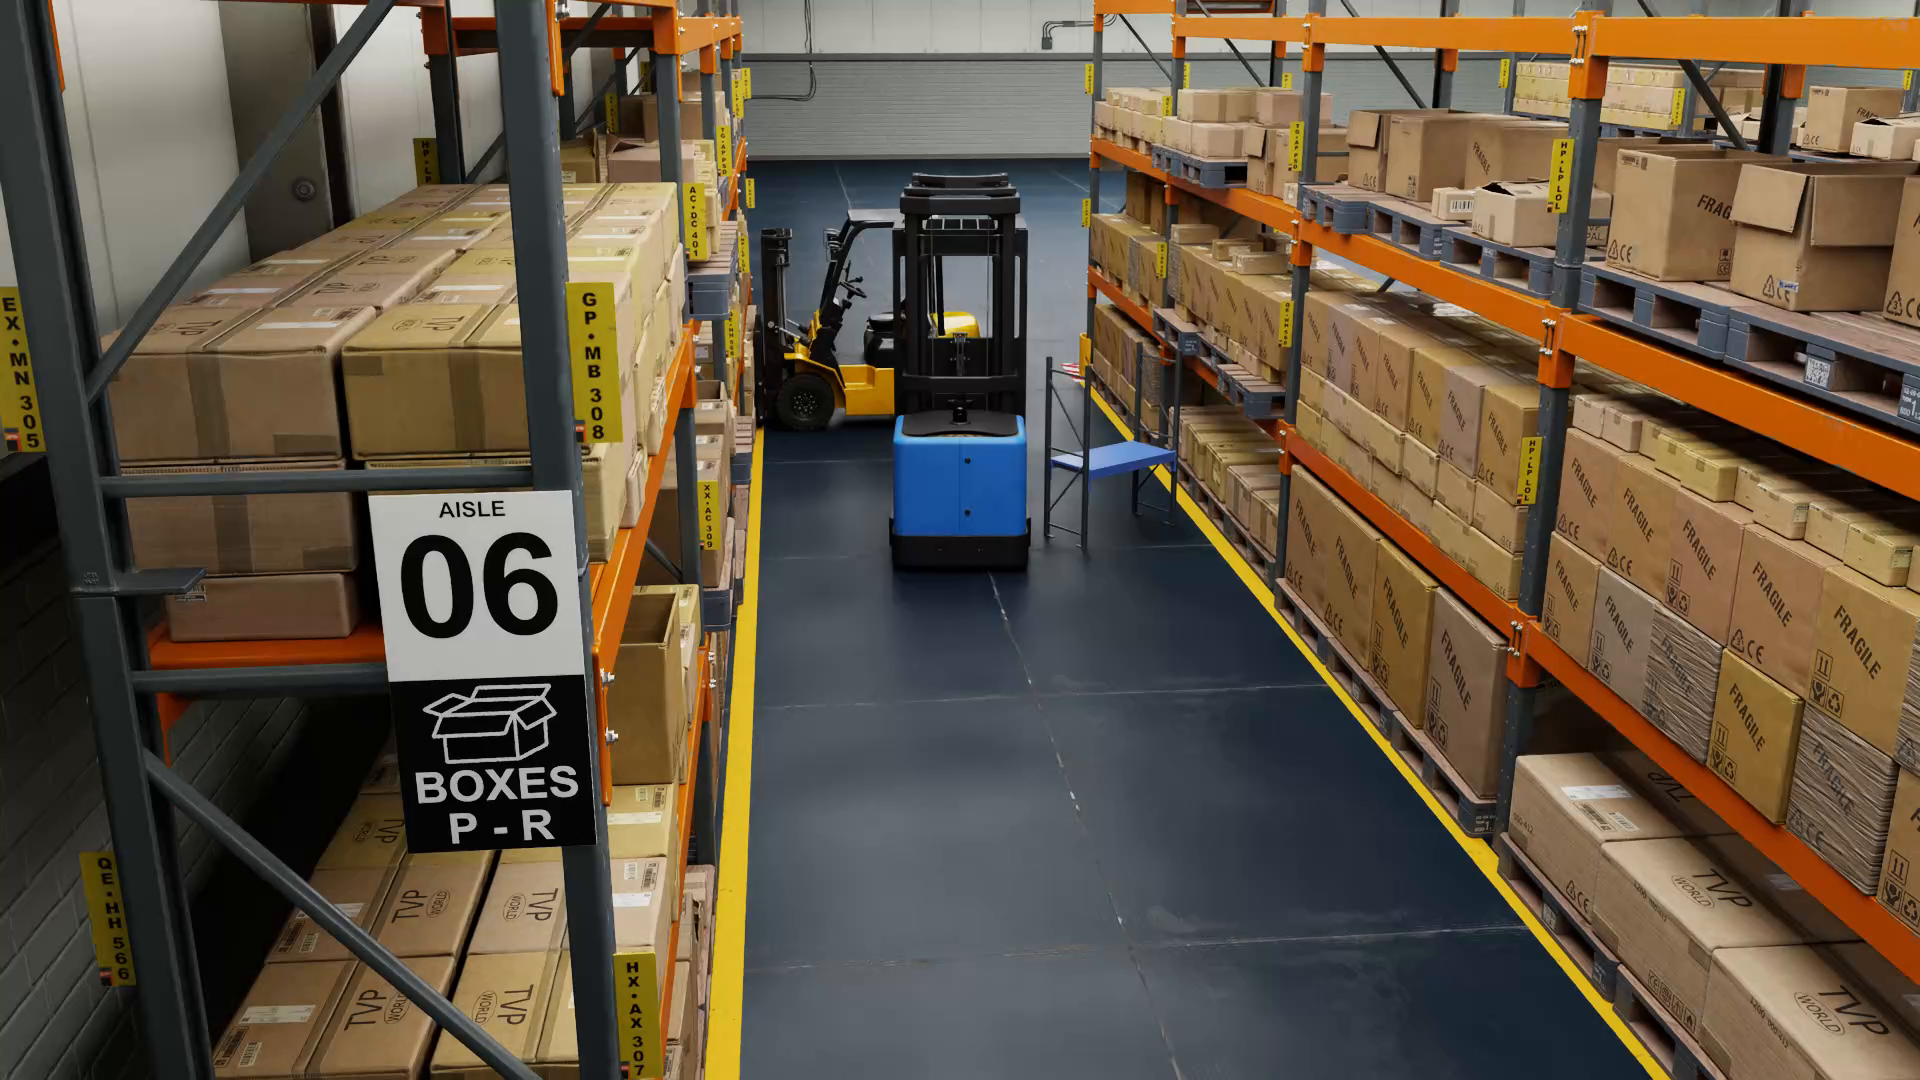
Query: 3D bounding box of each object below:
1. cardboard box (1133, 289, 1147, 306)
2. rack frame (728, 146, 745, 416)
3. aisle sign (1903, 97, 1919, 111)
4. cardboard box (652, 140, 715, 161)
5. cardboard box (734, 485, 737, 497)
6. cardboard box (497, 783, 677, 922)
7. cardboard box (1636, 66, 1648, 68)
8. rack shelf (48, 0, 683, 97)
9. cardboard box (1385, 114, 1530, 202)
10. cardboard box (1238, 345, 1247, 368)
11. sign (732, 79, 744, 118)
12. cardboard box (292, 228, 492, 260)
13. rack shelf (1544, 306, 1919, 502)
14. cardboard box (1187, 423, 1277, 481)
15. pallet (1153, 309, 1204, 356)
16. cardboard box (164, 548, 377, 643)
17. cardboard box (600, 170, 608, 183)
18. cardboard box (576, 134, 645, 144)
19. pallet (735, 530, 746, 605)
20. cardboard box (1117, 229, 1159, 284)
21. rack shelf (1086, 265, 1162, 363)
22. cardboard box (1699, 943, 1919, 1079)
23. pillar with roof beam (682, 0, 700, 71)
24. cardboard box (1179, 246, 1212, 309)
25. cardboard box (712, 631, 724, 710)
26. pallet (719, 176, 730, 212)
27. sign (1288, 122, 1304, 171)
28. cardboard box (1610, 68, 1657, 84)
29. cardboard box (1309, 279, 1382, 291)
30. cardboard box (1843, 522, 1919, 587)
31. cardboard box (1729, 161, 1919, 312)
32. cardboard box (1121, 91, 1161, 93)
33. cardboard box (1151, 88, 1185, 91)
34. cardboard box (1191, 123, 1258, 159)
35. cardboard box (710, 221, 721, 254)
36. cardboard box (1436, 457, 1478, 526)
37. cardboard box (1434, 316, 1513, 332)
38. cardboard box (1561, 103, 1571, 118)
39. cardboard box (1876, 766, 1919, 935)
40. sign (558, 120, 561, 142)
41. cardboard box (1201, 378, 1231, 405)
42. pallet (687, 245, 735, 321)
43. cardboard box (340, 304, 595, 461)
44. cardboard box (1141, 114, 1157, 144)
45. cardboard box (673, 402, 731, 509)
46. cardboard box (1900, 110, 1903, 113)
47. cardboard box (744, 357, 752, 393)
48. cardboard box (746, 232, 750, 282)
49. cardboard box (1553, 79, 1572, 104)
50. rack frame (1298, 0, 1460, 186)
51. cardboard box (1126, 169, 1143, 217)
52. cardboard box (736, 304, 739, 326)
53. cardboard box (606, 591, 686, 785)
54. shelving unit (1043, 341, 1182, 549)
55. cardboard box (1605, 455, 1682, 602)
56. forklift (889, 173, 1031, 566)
[{"bbox_3d":[1.982,-2.486,17.009,0.380,0.149,0.250,-2,18,-6],"label":"cardboard box"},{"bbox_3d":[-2.511,-2.063,15.240,1.000,3.000,0.127,-2,18,-6],"label":"rack frame"},{"bbox_3d":[11.566,-4.965,20.143,0.394,0.787,0.004,-2,18,-6],"label":"aisle sign"},{"bbox_3d":[-1.769,-2.470,10.616,0.380,0.149,0.250,-1,17,-4],"label":"cardboard box"},{"bbox_3d":[-2.374,-0.744,14.302,0.875,0.625,0.625,-2,18,-6],"label":"cardboard box"},{"bbox_3d":[-1.160,0.997,5.246,0.500,0.250,0.500,-2,18,-7],"label":"cardboard box"},{"bbox_3d":[7.456,-4.988,17.768,0.380,0.149,0.250,-2,18,-5],"label":"cardboard box"},{"bbox_3d":[-1.480,-1.601,4.960,1.077,0.370,4.000,-2,18,-6],"label":"rack shelf"},{"bbox_3d":[3.130,-2.416,10.488,0.700,0.500,0.500,-3,18,-8],"label":"cardboard box"},{"bbox_3d":[2.382,-1.423,12.920,0.380,0.149,0.250,-3,18,-8],"label":"cardboard box"},{"bbox_3d":[-1.972,-3.911,14.729,0.100,0.325,0.005,-2,18,-6],"label":"sign"},{"bbox_3d":[-1.738,-0.810,5.159,0.500,0.250,0.500,-2,18,-6],"label":"cardboard box"},{"bbox_3d":[3.457,-0.326,5.901,1.077,0.370,4.000,-2,18,-6],"label":"rack shelf"},{"bbox_3d":[2.560,-0.794,14.883,0.950,0.372,0.625,-1,17,-2],"label":"cardboard box"},{"bbox_3d":[2.360,-1.894,15.021,1.003,0.211,1.213,-2,18,-6],"label":"pallet"},{"bbox_3d":[-1.536,0.113,3.721,0.380,0.149,0.250,-1,17,-4],"label":"cardboard box"},{"bbox_3d":[-1.935,-1.774,8.366,0.380,0.149,0.250,-2,18,-7],"label":"cardboard box"},{"bbox_3d":[-2.428,-2.687,11.602,0.500,0.250,0.500,-2,18,-6],"label":"cardboard box"},{"bbox_3d":[-2.144,0.213,12.647,1.003,0.211,1.213,-2,18,-6],"label":"pallet"},{"bbox_3d":[1.957,-2.992,17.535,0.500,0.500,0.500,-2,18,-7],"label":"cardboard box"},{"bbox_3d":[2.220,-2.470,17.738,1.077,0.370,4.000,-2,18,-6],"label":"rack shelf"},{"bbox_3d":[3.393,1.914,6.149,0.875,0.438,0.875,-1,17,-4],"label":"cardboard box"},{"bbox_3d":[-1.323,-11.377,34.894,9.100,9.000,0.400,-2,18,-6],"label":"pillar with roof beam"},{"bbox_3d":[2.241,-2.310,14.661,0.500,0.500,0.500,-2,18,-5],"label":"cardboard box"},{"bbox_3d":[-1.671,0.700,9.912,0.500,0.500,0.500,-2,18,-8],"label":"cardboard box"},{"bbox_3d":[-2.257,-2.412,11.658,1.213,0.211,1.003,-1,17,-3],"label":"pallet"},{"bbox_3d":[2.299,-2.687,11.358,0.100,0.325,0.005,-2,18,-6],"label":"sign"},{"bbox_3d":[6.879,-4.741,16.983,0.380,0.149,0.250,-2,18,-5],"label":"cardboard box"},{"bbox_3d":[2.961,-1.712,12.757,0.500,0.500,0.500,-1,17,-3],"label":"cardboard box"},{"bbox_3d":[3.241,0.044,5.609,0.380,0.149,0.250,-1,17,-4],"label":"cardboard box"},{"bbox_3d":[3.422,-1.162,6.321,0.797,0.503,0.637,0,17,-1],"label":"cardboard box"},{"bbox_3d":[1.926,-4.690,17.688,0.380,0.149,0.250,-2,18,-6],"label":"cardboard box"},{"bbox_3d":[2.330,-4.931,18.457,0.380,0.149,0.250,-1,17,-5],"label":"cardboard box"},{"bbox_3d":[2.215,-3.290,13.692,0.500,0.250,0.500,-2,18,-6],"label":"cardboard box"},{"bbox_3d":[-1.313,-1.418,7.730,0.380,0.149,0.250,-2,17,-5],"label":"cardboard box"},{"bbox_3d":[2.905,-0.273,8.956,0.500,0.250,0.500,-1,17,-4],"label":"cardboard box"},{"bbox_3d":[3.258,-1.104,10.348,0.500,0.500,0.500,-2,18,-6],"label":"cardboard box"},{"bbox_3d":[6.773,-4.663,18.067,0.380,0.149,0.250,-2,18,-6],"label":"cardboard box"},{"bbox_3d":[3.314,1.025,5.239,0.500,0.500,0.500,-2,18,-7],"label":"cardboard box"},{"bbox_3d":[-2.651,-2.572,10.859,0.100,0.325,0.005,-2,18,-6],"label":"sign"},{"bbox_3d":[2.634,-1.648,16.555,0.500,0.500,0.500,-1,17,-3],"label":"cardboard box"},{"bbox_3d":[-1.683,-1.217,7.853,1.213,0.211,1.003,-2,18,-6],"label":"pallet"},{"bbox_3d":[-1.069,-0.368,3.752,0.500,0.250,0.500,-2,18,-6],"label":"cardboard box"},{"bbox_3d":[2.059,-3.993,16.133,0.500,0.250,0.500,-2,18,-7],"label":"cardboard box"},{"bbox_3d":[-1.648,-0.467,9.288,0.700,0.500,0.500,-2,18,-6],"label":"cardboard box"},{"bbox_3d":[7.739,-3.522,14.160,0.500,0.311,0.500,-2,18,-8],"label":"cardboard box"},{"bbox_3d":[-2.249,-1.582,15.929,0.500,0.250,0.500,-2,18,-6],"label":"cardboard box"},{"bbox_3d":[-2.612,-3.164,18.580,0.500,0.500,0.500,-2,18,-7],"label":"cardboard box"},{"bbox_3d":[6.827,-4.888,18.118,0.500,0.250,0.500,-2,18,-6],"label":"cardboard box"},{"bbox_3d":[2.838,-3.888,11.038,1.000,3.000,0.127,-2,18,-6],"label":"rack frame"},{"bbox_3d":[2.283,-3.930,18.856,0.700,0.500,0.500,-2,18,-7],"label":"cardboard box"},{"bbox_3d":[-2.099,-1.786,13.774,0.500,0.250,0.500,-1,17,-5],"label":"cardboard box"},{"bbox_3d":[-1.207,0.494,5.598,0.500,0.500,0.500,-1,17,-4],"label":"cardboard box"},{"bbox_3d":[1.258,-0.799,13.718,1.048,1.500,0.538,-14,22,-37],"label":"shelving unit"},{"bbox_3d":[3.105,-0.059,7.020,0.500,0.500,0.500,-2,18,-6],"label":"cardboard box"},{"bbox_3d":[0.001,-1.586,13.835,1.130,2.935,3.031,0,17,0],"label":"forklift"}]
